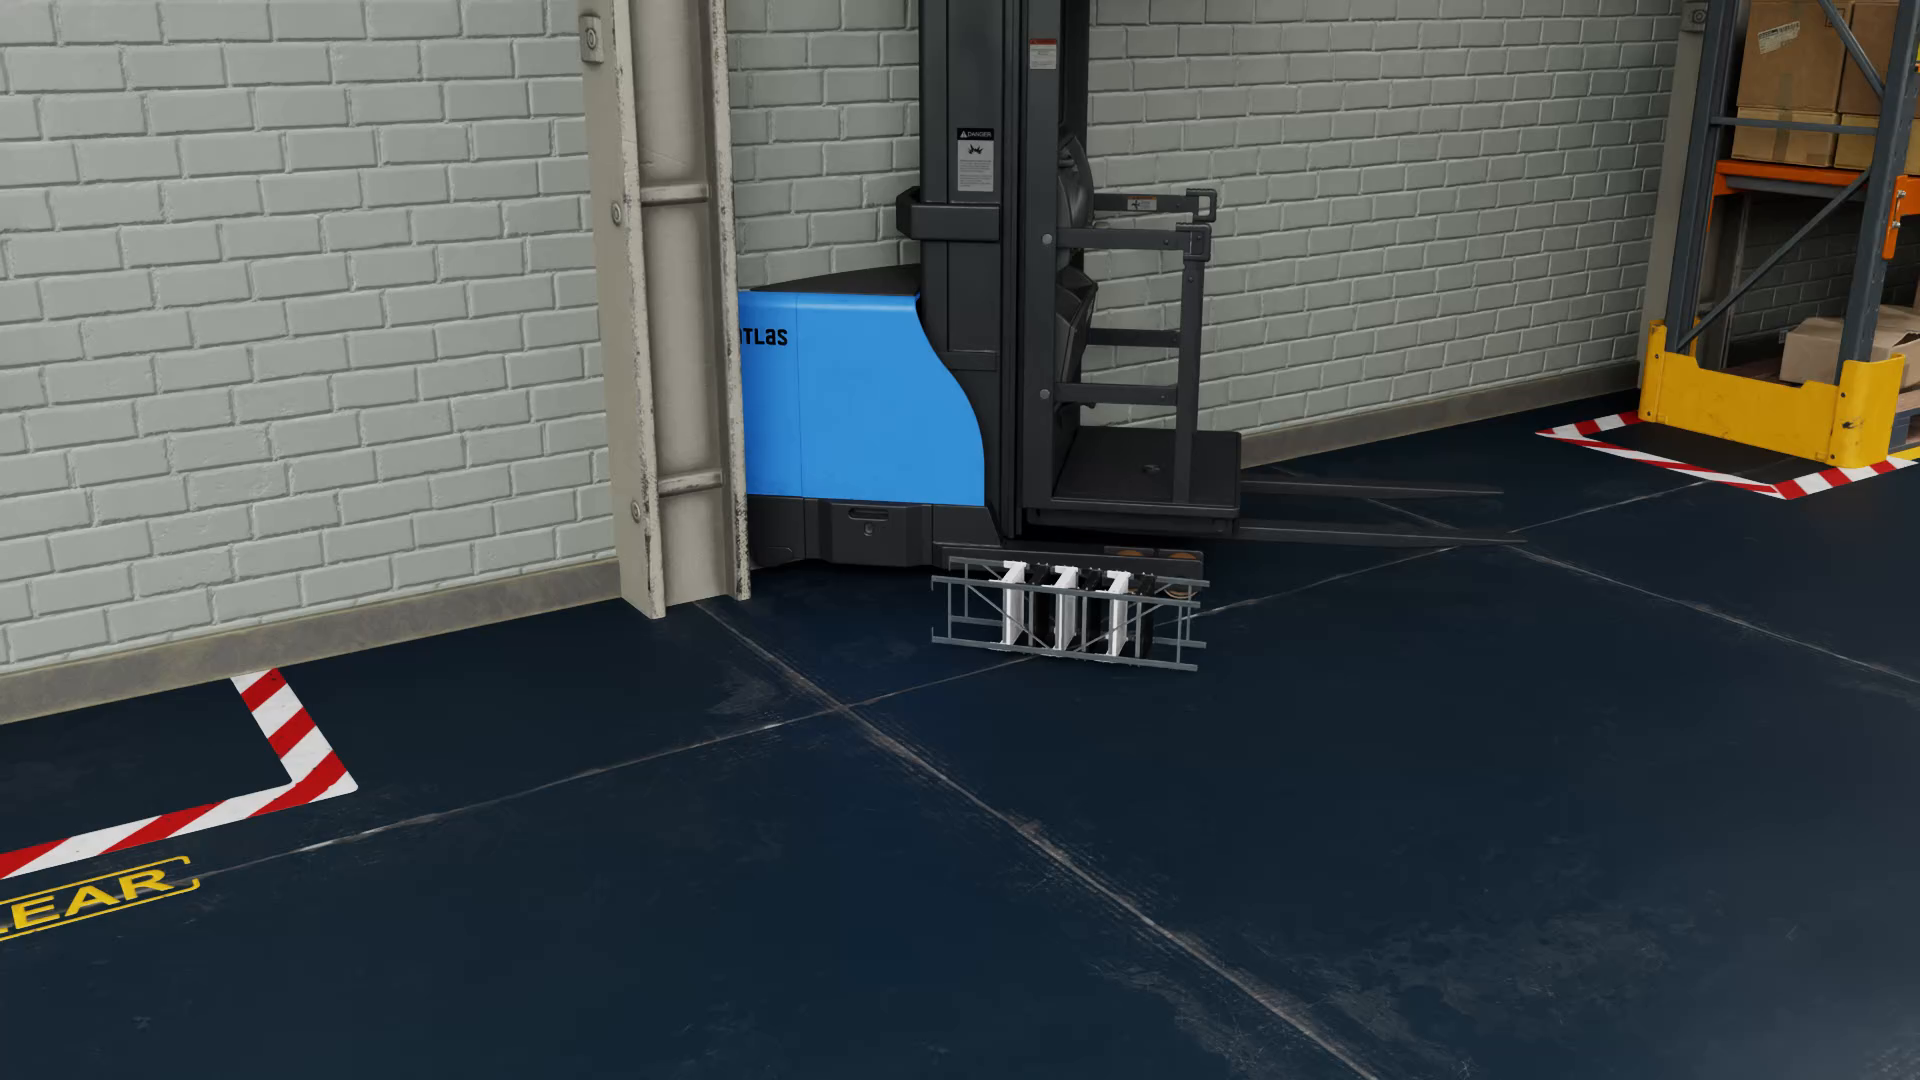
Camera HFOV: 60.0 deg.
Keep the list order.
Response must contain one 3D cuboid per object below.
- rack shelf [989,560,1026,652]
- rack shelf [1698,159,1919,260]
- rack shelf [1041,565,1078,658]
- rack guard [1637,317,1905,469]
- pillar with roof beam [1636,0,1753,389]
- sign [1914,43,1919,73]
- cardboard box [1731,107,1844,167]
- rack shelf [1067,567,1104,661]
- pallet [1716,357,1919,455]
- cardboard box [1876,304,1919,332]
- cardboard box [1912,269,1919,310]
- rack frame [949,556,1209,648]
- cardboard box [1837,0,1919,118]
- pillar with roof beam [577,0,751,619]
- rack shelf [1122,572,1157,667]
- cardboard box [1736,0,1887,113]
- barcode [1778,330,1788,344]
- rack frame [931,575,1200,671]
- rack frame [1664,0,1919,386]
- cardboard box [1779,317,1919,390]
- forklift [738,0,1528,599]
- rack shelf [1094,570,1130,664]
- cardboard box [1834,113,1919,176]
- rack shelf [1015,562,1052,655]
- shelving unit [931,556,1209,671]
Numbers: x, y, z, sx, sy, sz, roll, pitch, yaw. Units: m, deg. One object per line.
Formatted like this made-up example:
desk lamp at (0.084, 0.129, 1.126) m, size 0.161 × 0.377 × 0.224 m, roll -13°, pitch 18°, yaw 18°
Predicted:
rack shelf at (0.161, 0.222, 5.630) m, size 0.077 × 0.258 × 0.200 m, roll 5°, pitch 19°, yaw 15°
rack shelf at (5.558, -1.929, 8.889) m, size 4.000 × 0.370 × 1.077 m, roll -12°, pitch 22°, yaw -31°
rack shelf at (0.334, 0.238, 5.582) m, size 0.077 × 0.258 × 0.200 m, roll 5°, pitch 19°, yaw 15°
rack guard at (3.951, -0.746, 8.172) m, size 0.348 × 0.500 × 1.175 m, roll -12°, pitch 22°, yaw -31°
pillar with roof beam at (6.364, -3.962, 4.414) m, size 0.400 × 9.000 × 9.100 m, roll -12°, pitch 22°, yaw -31°
sign at (4.186, -2.182, 7.164) m, size 0.005 × 0.325 × 0.100 m, roll -12°, pitch 22°, yaw -31°
cardboard box at (4.171, -1.990, 8.150) m, size 0.500 × 0.250 × 0.500 m, roll -12°, pitch 22°, yaw -31°
rack shelf at (0.420, 0.246, 5.558) m, size 0.077 × 0.258 × 0.200 m, roll 5°, pitch 19°, yaw 15°
pallet at (4.649, -0.743, 8.614) m, size 1.213 × 0.211 × 1.003 m, roll -12°, pitch 22°, yaw -31°
cardboard box at (4.991, -1.050, 8.679) m, size 0.500 × 0.311 × 0.500 m, roll -10°, pitch 21°, yaw -27°
cardboard box at (5.631, -1.255, 8.991) m, size 0.500 × 0.500 × 0.700 m, roll -14°, pitch 23°, yaw -35°
rack frame at (0.394, 0.209, 5.666) m, size 0.900 × 0.240 × 0.006 m, roll 5°, pitch 19°, yaw 15°
cardboard box at (4.451, -2.215, 7.644) m, size 0.500 × 0.500 × 0.500 m, roll -12°, pitch 22°, yaw -31°
pillar with roof beam at (1.353, -2.905, 1.288) m, size 0.400 × 9.000 × 9.100 m, roll -12°, pitch 22°, yaw -31°
rack shelf at (0.593, 0.262, 5.511) m, size 0.077 × 0.258 × 0.200 m, roll 5°, pitch 19°, yaw 15°
cardboard box at (4.164, -2.351, 8.047) m, size 0.500 × 0.500 × 0.500 m, roll -12°, pitch 22°, yaw -32°
barcode at (4.310, -1.064, 8.706) m, size 0.075 × 0.075 × 0.001 m, roll -12°, pitch 22°, yaw -31°
rack frame at (0.337, 0.272, 5.481) m, size 0.900 × 0.240 × 0.006 m, roll 5°, pitch 19°, yaw 15°
rack frame at (3.887, -1.917, 7.732) m, size 0.127 × 3.000 × 1.000 m, roll -12°, pitch 22°, yaw -31°
cardboard box at (4.515, -0.950, 8.382) m, size 0.500 × 0.311 × 0.500 m, roll -15°, pitch 24°, yaw -37°
forklift at (0.620, -1.356, 6.178) m, size 3.031 × 2.935 × 1.130 m, roll 3°, pitch 19°, yaw 9°
rack shelf at (0.507, 0.254, 5.534) m, size 0.077 × 0.258 × 0.200 m, roll 5°, pitch 19°, yaw 15°
cardboard box at (4.469, -1.857, 7.756) m, size 0.500 × 0.250 × 0.500 m, roll -13°, pitch 22°, yaw -33°
rack shelf at (0.247, 0.230, 5.606) m, size 0.077 × 0.258 × 0.200 m, roll 5°, pitch 19°, yaw 15°
shelving unit at (0.366, 0.241, 5.573) m, size 0.900 × 0.258 × 0.210 m, roll 5°, pitch 19°, yaw 15°
